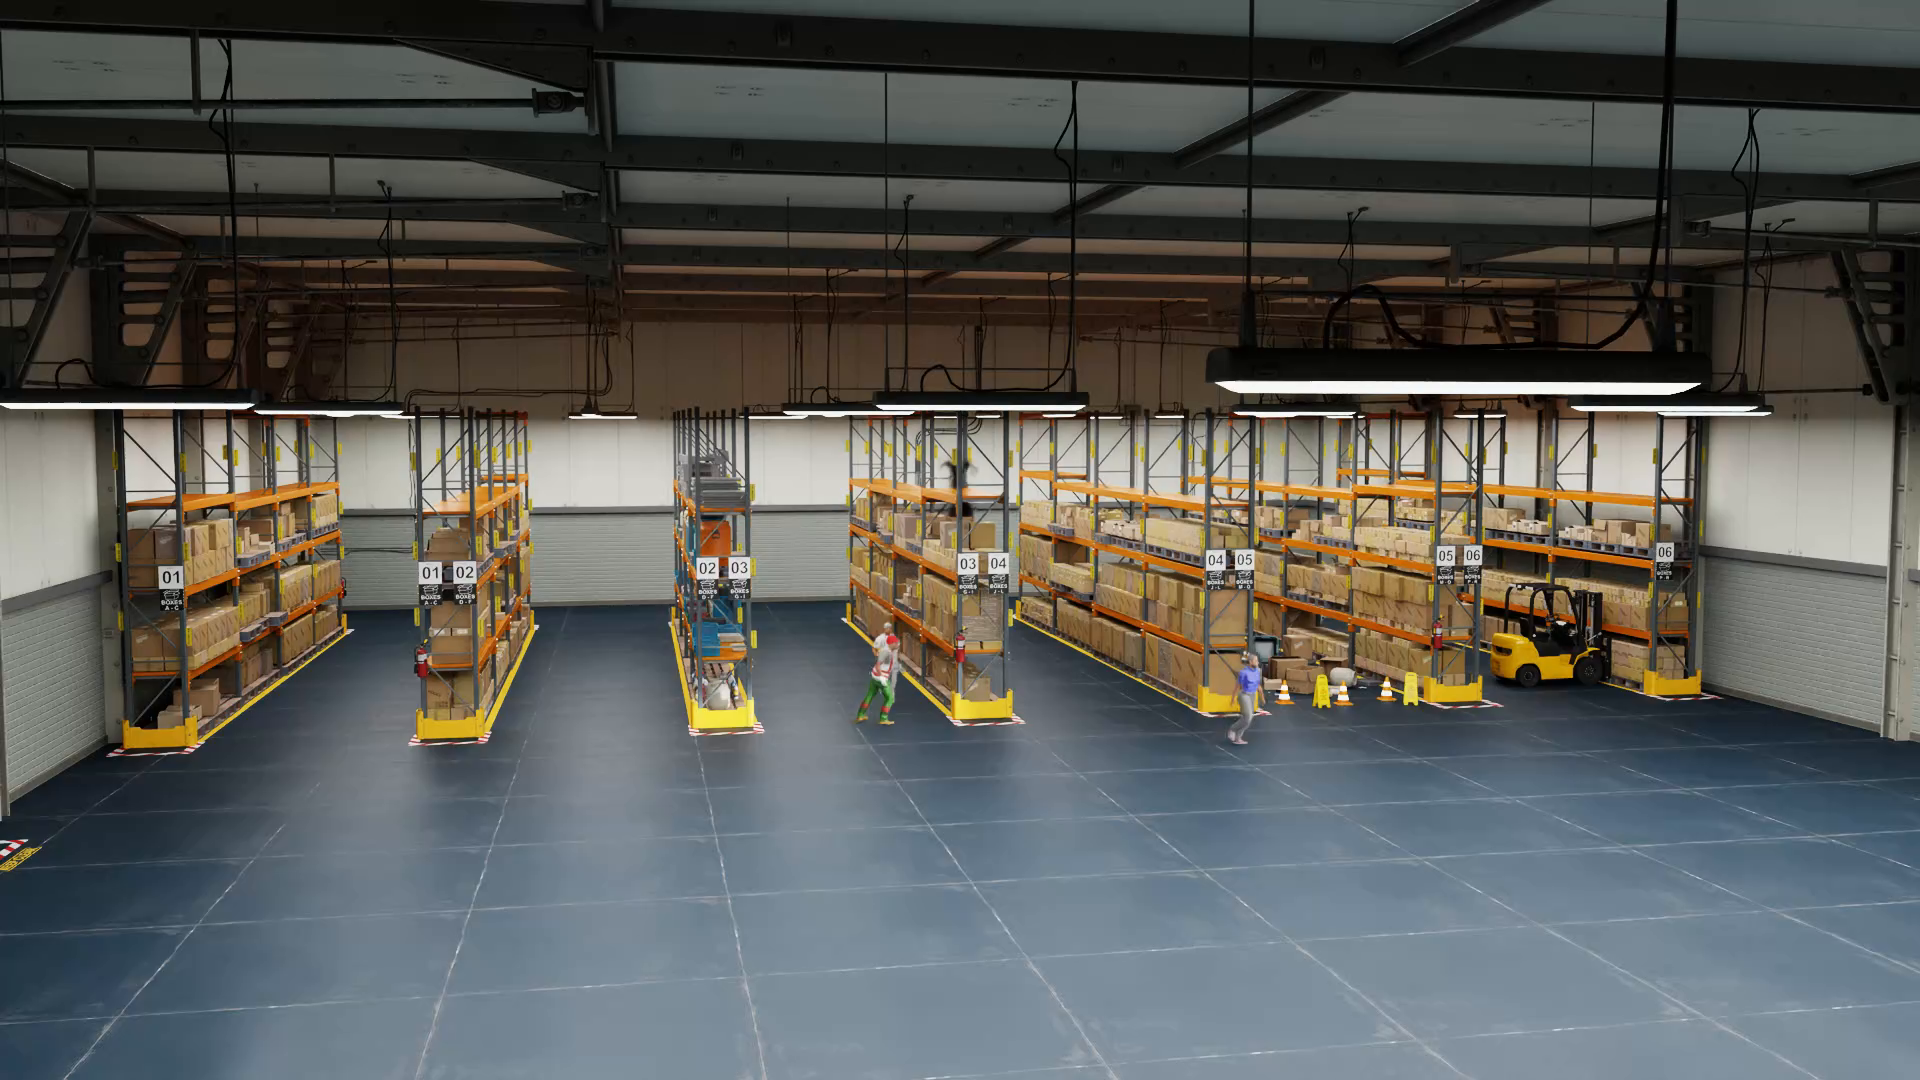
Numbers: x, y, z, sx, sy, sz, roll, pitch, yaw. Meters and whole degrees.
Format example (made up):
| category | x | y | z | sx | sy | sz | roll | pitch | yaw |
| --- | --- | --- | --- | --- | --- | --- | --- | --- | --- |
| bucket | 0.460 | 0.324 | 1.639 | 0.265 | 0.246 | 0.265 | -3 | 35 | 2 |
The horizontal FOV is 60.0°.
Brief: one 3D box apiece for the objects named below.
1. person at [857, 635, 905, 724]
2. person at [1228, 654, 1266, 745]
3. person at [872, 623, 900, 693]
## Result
| category | x | y | z | sx | sy | sz | roll | pitch | yaw |
| --- | --- | --- | --- | --- | --- | --- | --- | --- | --- |
| person | -1.480 | 2.642 | 31.530 | 0.906 | 1.708 | 0.702 | -1 | 4 | -12 |
| person | 5.066 | 2.821 | 29.432 | 0.581 | 1.630 | 0.545 | -4 | 6 | -44 |
| person | -1.503 | 2.495 | 34.165 | 0.614 | 1.619 | 0.649 | -2 | 4 | -20 |
